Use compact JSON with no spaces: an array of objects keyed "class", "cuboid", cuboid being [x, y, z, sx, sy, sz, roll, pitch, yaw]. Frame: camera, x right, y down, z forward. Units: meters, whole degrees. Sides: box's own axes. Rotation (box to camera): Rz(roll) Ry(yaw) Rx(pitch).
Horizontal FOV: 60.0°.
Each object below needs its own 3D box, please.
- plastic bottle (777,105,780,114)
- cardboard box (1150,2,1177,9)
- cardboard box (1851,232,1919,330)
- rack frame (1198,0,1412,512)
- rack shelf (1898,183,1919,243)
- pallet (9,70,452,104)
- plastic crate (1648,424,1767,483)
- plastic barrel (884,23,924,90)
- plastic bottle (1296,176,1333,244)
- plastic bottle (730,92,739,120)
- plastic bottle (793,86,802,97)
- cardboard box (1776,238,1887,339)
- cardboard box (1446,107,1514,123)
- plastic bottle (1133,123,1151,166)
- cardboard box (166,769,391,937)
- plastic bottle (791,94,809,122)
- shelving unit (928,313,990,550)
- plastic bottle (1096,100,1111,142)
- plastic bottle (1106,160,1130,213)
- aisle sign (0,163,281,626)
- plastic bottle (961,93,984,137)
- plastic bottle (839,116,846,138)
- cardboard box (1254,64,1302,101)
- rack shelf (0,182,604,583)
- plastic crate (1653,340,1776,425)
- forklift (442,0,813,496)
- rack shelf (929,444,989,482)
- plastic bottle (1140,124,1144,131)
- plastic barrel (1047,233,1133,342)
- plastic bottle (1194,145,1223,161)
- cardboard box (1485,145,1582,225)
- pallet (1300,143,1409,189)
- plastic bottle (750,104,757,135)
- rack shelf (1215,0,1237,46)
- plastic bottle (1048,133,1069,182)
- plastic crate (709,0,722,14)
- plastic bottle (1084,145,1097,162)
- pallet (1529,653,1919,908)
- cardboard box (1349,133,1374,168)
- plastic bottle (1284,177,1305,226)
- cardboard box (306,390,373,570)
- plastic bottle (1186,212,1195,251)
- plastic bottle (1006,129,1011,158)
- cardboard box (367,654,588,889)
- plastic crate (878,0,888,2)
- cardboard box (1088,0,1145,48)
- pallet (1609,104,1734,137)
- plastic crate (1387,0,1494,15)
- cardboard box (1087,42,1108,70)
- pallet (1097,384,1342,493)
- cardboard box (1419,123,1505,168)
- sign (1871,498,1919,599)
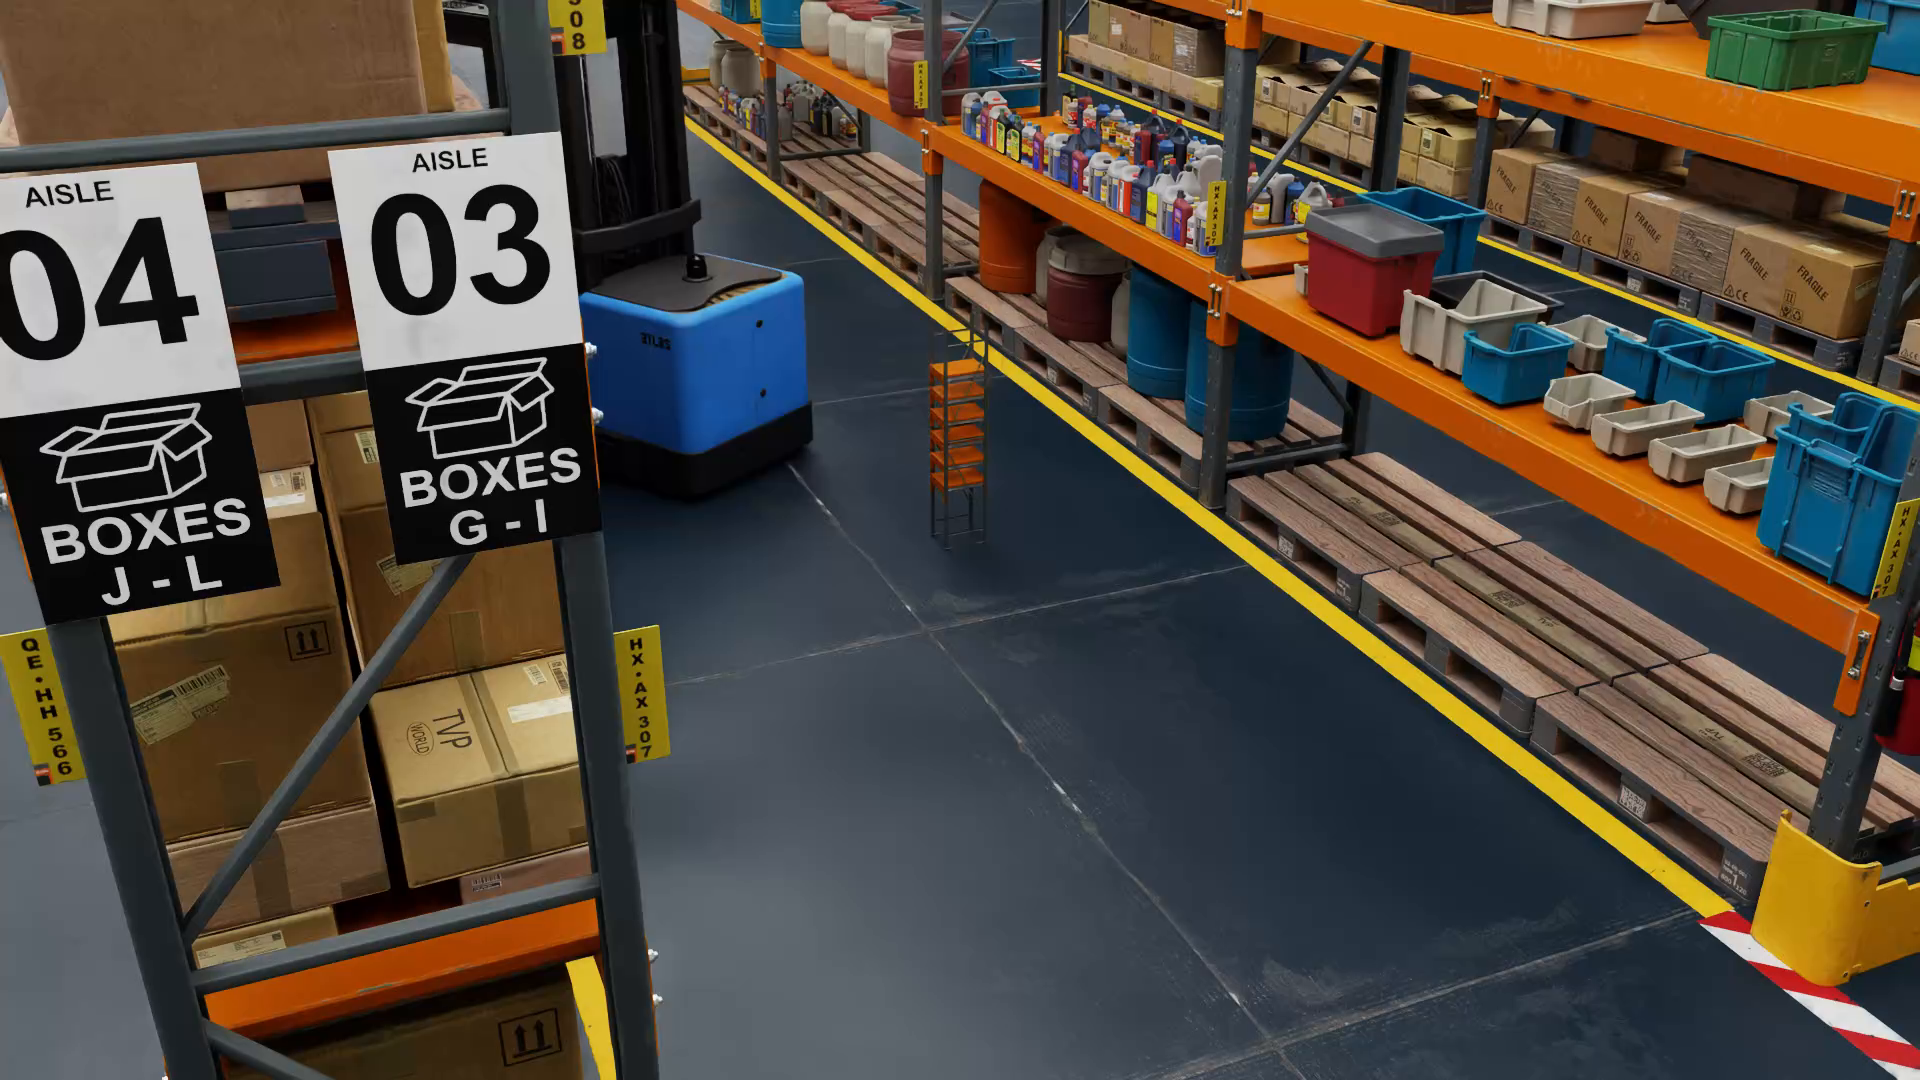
[{"class":"plastic bottle","cuboid":[-1.804,-4.141,16.415,0.152,0.276,0.135,-11,28,-21]},{"class":"cardboard box","cuboid":[2.544,-6.031,19.485,0.500,0.500,0.500,-11,28,-21]},{"class":"cardboard box","cuboid":[6.389,-1.775,11.314,0.500,0.500,0.500,-12,28,-23]},{"class":"rack frame","cuboid":[1.795,-1.614,8.636,1.000,3.000,0.127,-11,28,-21]},{"class":"rack shelf","cuboid":[7.138,-1.333,8.881,1.077,0.370,4.000,-11,28,-21]},{"class":"pallet","cuboid":[-1.977,-1.247,4.567,1.003,0.211,1.213,-11,28,-21]},{"class":"plastic crate","cuboid":[2.776,-0.325,6.229,0.396,0.136,0.243,-11,28,-21]},{"class":"plastic barrel","cuboid":[-0.371,-3.657,12.695,0.421,0.512,0.421,0,26,0]},{"class":"plastic bottle","cuboid":[1.940,-1.806,9.086,0.144,0.351,0.185,-11,28,-21]},{"class":"plastic bottle","cuboid":[-2.307,-4.466,17.086,0.097,0.271,0.097,0,26,0]},{"class":"plastic bottle","cuboid":[-1.654,-4.603,17.362,0.152,0.276,0.135,-11,28,-22]},{"class":"cardboard box","cuboid":[5.897,-1.688,11.136,0.500,0.500,0.500,-11,28,-21]},{"class":"cardboard box","cuboid":[4.640,-3.756,15.040,0.500,0.311,0.500,-11,28,-22]},{"class":"plastic bottle","cuboid":[1.167,-2.525,10.636,0.061,0.283,0.133,-11,28,-21]},{"class":"cardboard box","cuboid":[-1.630,0.636,3.861,0.500,0.250,0.500,-11,28,-21]},{"class":"plastic bottle","cuboid":[-1.639,-4.427,17.000,0.152,0.276,0.135,-11,28,-21]},{"class":"shelving unit","cuboid":[-0.006,-0.545,8.499,0.258,1.200,0.189,-11,28,-21]},{"class":"plastic bottle","cuboid":[0.975,-2.859,11.334,0.097,0.271,0.097,0,26,0]},{"class":"plastic bottle","cuboid":[0.950,-2.067,9.706,0.152,0.276,0.135,-11,28,-21]},{"class":"aisle sign","cuboid":[-1.444,-0.236,2.851,0.394,0.787,0.004,-11,28,-21]},{"class":"plastic bottle","cuboid":[0.101,-2.943,11.499,0.152,0.276,0.135,-11,28,-21]},{"class":"plastic bottle","cuboid":[-1.139,-4.070,16.354,0.097,0.201,0.097,0,26,0]},{"class":"cardboard box","cuboid":[3.154,-4.688,16.950,0.500,0.311,0.500,-10,28,-20]},{"class":"rack shelf","cuboid":[-1.979,-0.980,4.739,1.077,0.370,4.000,-11,28,-21]},{"class":"plastic crate","cuboid":[3.052,-0.638,6.761,0.416,0.233,0.300,-11,28,-21]},{"class":"forklift","cuboid":[-2.362,-2.053,9.615,3.031,2.935,1.130,17,31,31]},{"class":"rack shelf","cuboid":[-0.006,-0.397,8.571,0.258,0.103,0.180,-11,28,-21]},{"class":"plastic bottle","cuboid":[1.227,-2.625,10.840,0.061,0.283,0.133,-11,28,-21]},{"class":"plastic barrel","cuboid":[0.878,-1.683,11.048,0.600,0.588,0.708,-11,28,-21]},{"class":"plastic bottle","cuboid":[1.511,-2.278,10.138,0.152,0.276,0.135,-11,28,-21]},{"class":"cardboard box","cuboid":[4.703,-2.920,13.659,0.500,0.500,0.500,-9,28,-18]},{"class":"pallet","cuboid":[4.028,-3.656,15.997,1.003,0.211,1.213,-11,28,-21]},{"class":"plastic bottle","cuboid":[-2.032,-4.167,16.460,0.061,0.283,0.133,-9,27,-17]},{"class":"rack shelf","cuboid":[1.012,-3.446,9.790,1.077,0.370,4.000,-11,28,-21]},{"class":"plastic bottle","cuboid":[0.644,-2.383,10.353,0.152,0.276,0.135,-11,28,-21]},{"class":"plastic crate","cuboid":[-2.207,-5.337,16.562,0.530,0.136,0.437,-11,28,-21]},{"class":"plastic bottle","cuboid":[0.792,-2.265,10.117,0.097,0.271,0.097,0,26,0]},{"class":"pallet","cuboid":[3.074,0.914,6.636,1.003,0.211,1.213,-11,28,-21]},{"class":"cardboard box","cuboid":[3.958,-3.613,15.386,0.500,0.250,0.500,-10,28,-19]},{"class":"plastic bottle","cuboid":[1.892,-1.914,9.398,0.097,0.271,0.097,0,26,0]},{"class":"cardboard box","cuboid":[-1.539,-0.201,4.721,0.500,0.500,0.500,-11,28,-22]},{"class":"plastic bottle","cuboid":[1.273,-1.670,8.978,0.097,0.201,0.097,0,26,0]},{"class":"plastic bottle","cuboid":[0.354,-2.617,10.917,0.097,0.201,0.097,0,26,0]},{"class":"cardboard box","cuboid":[-1.135,0.546,4.046,0.500,0.250,0.500,-11,28,-22]},{"class":"plastic crate","cuboid":[-0.867,-4.729,14.944,0.402,0.464,0.583,-11,28,-21]},{"class":"cardboard box","cuboid":[1.858,-6.142,19.711,0.500,0.500,0.500,-11,28,-21]},{"class":"pallet","cuboid":[5.554,-3.208,12.120,1.003,0.211,1.213,-11,28,-21]},{"class":"plastic crate","cuboid":[2.029,-2.354,6.883,0.497,0.269,0.590,-11,28,-21]},{"class":"cardboard box","cuboid":[1.860,-5.805,19.876,0.500,0.250,0.500,-11,28,-21]},{"class":"pallet","cuboid":[1.531,-0.679,9.901,1.003,0.211,1.213,-11,28,-21]},{"class":"cardboard box","cuboid":[4.356,-3.452,14.418,0.500,0.311,0.500,-10,28,-19]},{"class":"sign","cuboid":[2.862,0.029,5.086,0.100,0.325,0.005,-11,28,-21]}]
